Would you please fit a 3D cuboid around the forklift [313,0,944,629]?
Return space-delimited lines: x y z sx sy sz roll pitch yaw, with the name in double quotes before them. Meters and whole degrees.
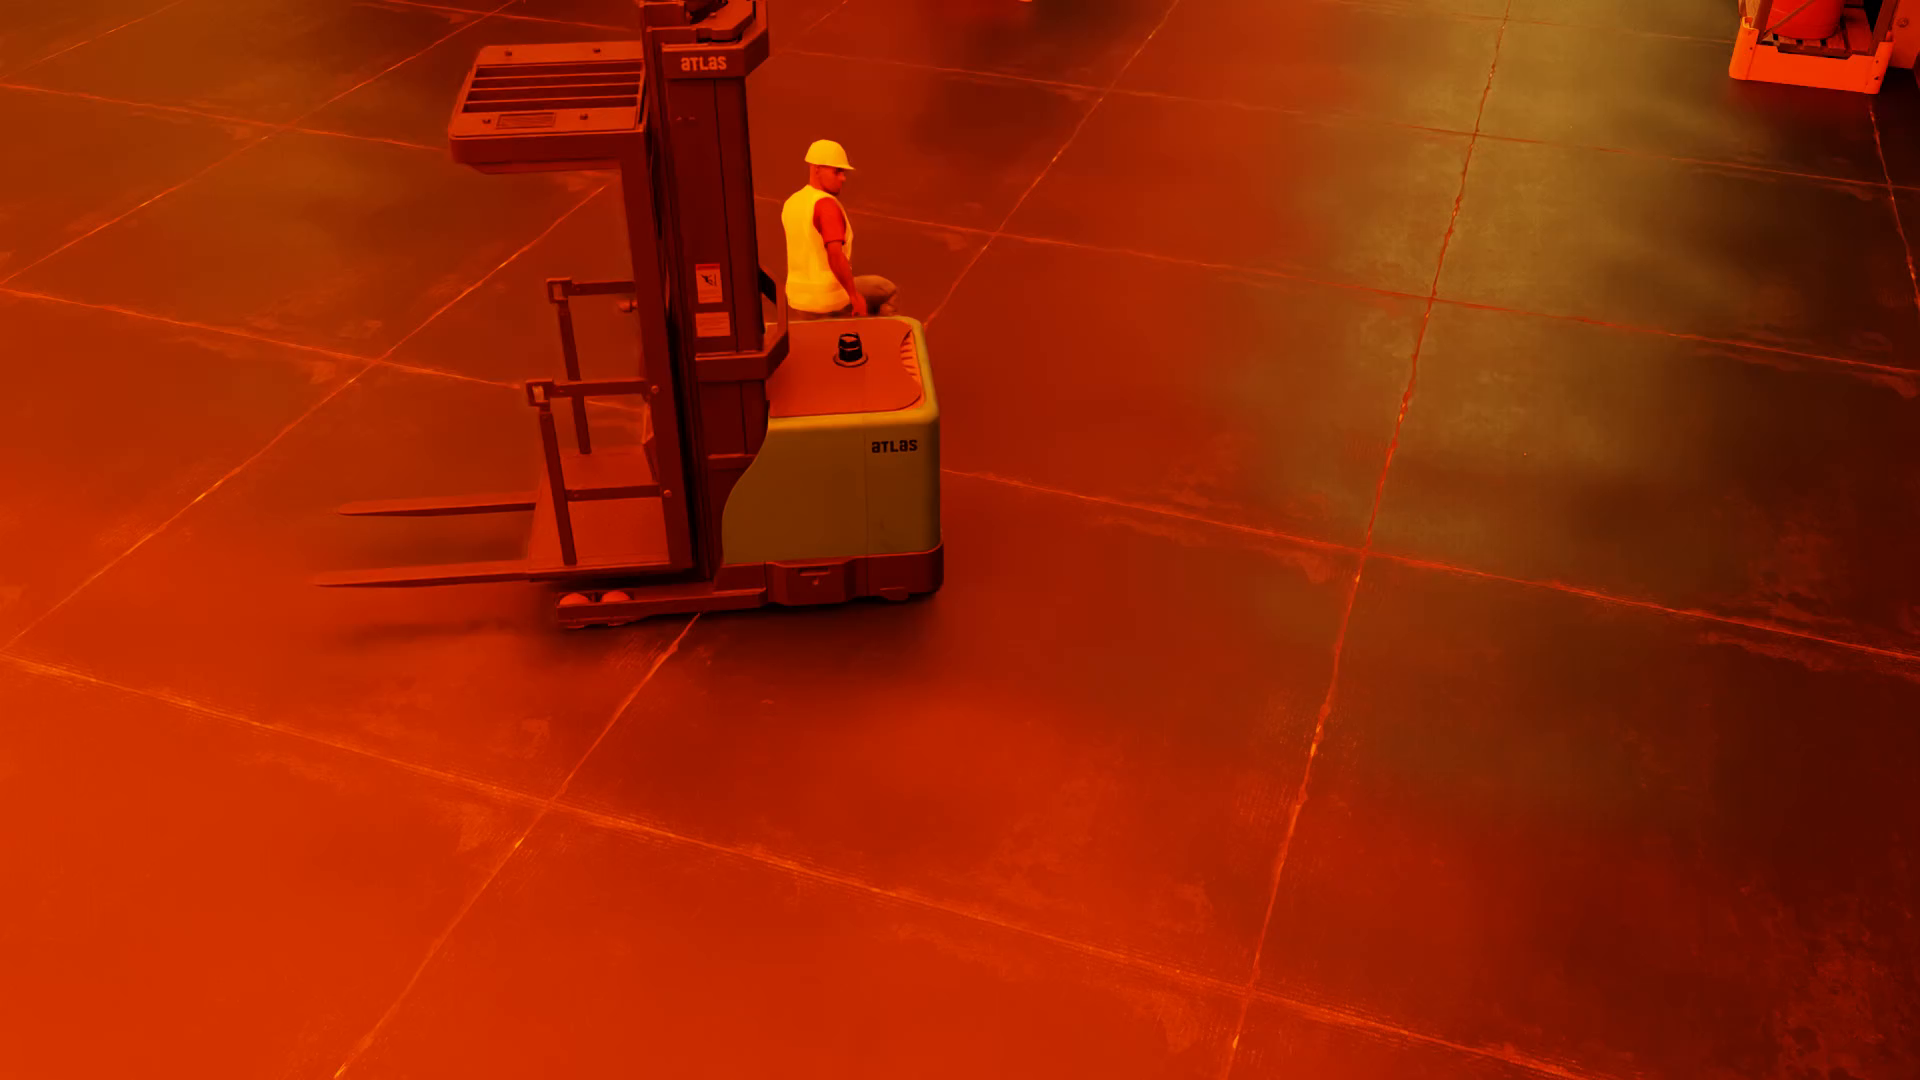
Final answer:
"forklift" -1.633 -1.091 7.650 3.031 2.935 1.130 -4 36 -5

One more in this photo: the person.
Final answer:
"person" -0.668 -1.503 9.486 0.832 1.527 0.705 26 43 32
